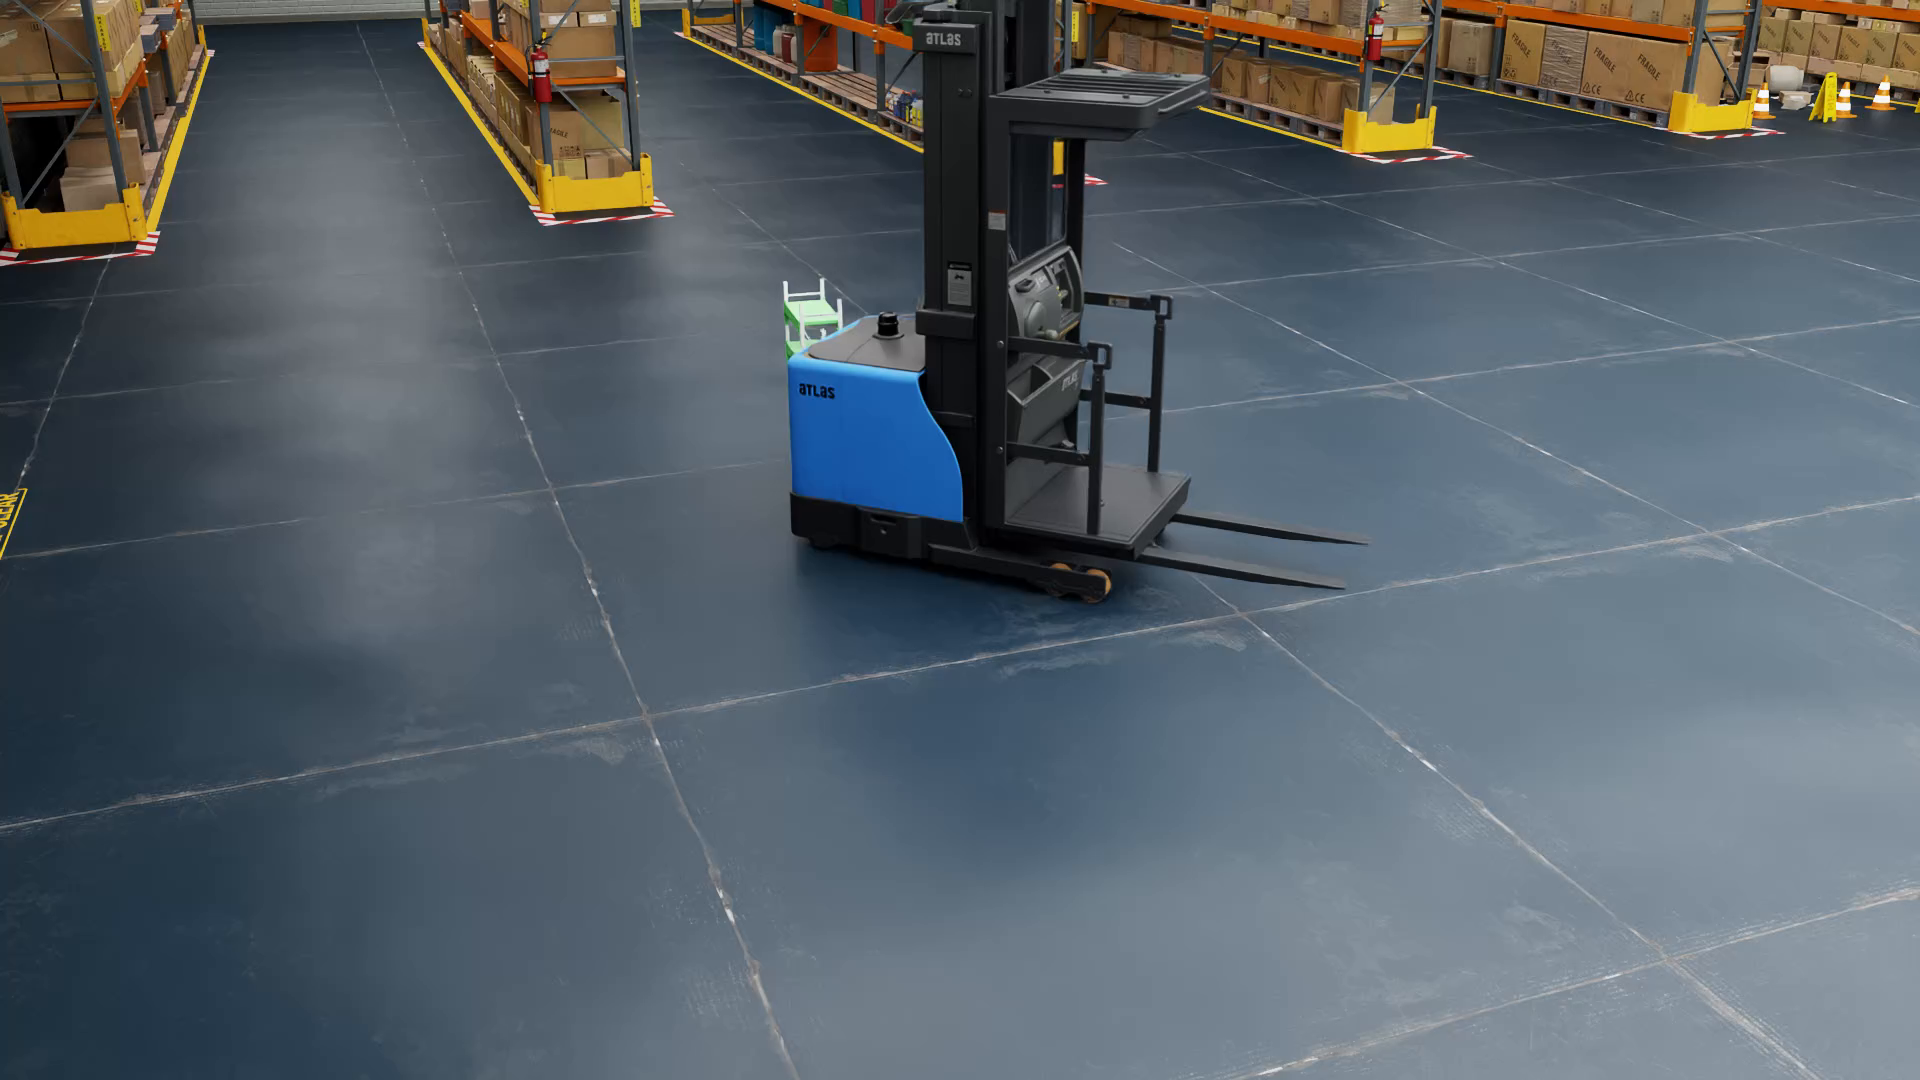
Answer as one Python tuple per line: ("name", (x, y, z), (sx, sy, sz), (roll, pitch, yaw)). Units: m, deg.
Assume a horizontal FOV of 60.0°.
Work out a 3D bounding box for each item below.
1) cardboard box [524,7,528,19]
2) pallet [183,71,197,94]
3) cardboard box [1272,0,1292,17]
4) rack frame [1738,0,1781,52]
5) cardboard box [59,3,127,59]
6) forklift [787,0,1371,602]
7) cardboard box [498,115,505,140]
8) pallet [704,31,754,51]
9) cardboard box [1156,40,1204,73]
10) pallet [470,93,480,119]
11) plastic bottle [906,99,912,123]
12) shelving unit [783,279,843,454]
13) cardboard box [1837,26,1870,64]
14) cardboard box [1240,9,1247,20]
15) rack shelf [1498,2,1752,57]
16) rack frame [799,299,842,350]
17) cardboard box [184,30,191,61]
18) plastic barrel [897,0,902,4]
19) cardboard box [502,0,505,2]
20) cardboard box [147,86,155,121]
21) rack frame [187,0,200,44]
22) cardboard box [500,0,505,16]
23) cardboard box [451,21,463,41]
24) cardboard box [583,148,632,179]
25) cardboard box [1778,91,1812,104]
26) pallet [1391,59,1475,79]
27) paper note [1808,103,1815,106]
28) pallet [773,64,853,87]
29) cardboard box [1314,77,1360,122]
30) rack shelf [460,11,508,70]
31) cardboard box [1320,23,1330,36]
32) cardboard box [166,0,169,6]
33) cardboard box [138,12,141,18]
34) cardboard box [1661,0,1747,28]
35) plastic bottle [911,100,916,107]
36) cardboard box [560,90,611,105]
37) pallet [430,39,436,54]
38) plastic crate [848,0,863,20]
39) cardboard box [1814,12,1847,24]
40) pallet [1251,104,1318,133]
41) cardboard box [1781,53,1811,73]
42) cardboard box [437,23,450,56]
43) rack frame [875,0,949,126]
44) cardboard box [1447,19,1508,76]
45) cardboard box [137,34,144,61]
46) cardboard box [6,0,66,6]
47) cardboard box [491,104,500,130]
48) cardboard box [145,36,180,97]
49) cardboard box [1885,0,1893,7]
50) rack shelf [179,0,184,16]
("cardboard box", (-4.538, -5.764, 18.099), (0.380, 0.149, 0.250), (-8, 24, -17))
("pallet", (-12.389, -7.055, 25.718), (1.003, 0.211, 1.213), (-8, 24, -19))
("cardboard box", (4.649, -7.212, 21.987), (0.875, 0.500, 0.500), (-8, 24, -19))
("rack frame", (13.267, -9.102, 26.984), (1.000, 3.000, 0.127), (-8, 24, -19))
("cardboard box", (-8.723, -5.120, 16.738), (0.500, 0.500, 0.500), (-9, 25, -21))
("forklift", (0.630, -1.267, 8.481), (3.031, 2.935, 1.130), (10, 25, 22))
("cardboard box", (-5.393, -5.101, 20.490), (0.500, 0.250, 0.500), (-8, 24, -19))
("pallet", (-4.195, -9.391, 31.258), (1.003, 0.211, 1.213), (-8, 24, -19))
("cardboard box", (3.450, -7.399, 25.594), (0.700, 0.500, 0.500), (-11, 25, -24))
("pallet", (-6.432, -6.249, 23.804), (1.003, 0.211, 1.213), (-8, 24, -19))
("plastic bottle", (-0.655, -5.529, 21.438), (0.061, 0.283, 0.133), (-7, 24, -17))
("shelving unit", (-0.853, -0.883, 9.801), (0.258, 1.200, 0.503), (-6, 24, -15))
("cardboard box", (13.793, -7.550, 25.334), (0.500, 0.500, 0.500), (-9, 24, -20))
("cardboard box", (4.078, -7.238, 22.885), (0.380, 0.149, 0.250), (-8, 24, -19))
("rack shelf", (9.378, -7.328, 23.701), (1.077, 0.370, 4.000), (-8, 24, -19))
("rack frame", (-0.786, -0.792, 9.584), (0.240, 1.200, 0.015), (-6, 24, -15))
("cardboard box", (-13.075, -8.121, 27.333), (0.700, 0.500, 0.500), (-9, 24, -20))
("plastic barrel", (-0.771, -7.503, 23.015), (0.433, 0.535, 0.433), (0, 23, 0))
("cardboard box", (-5.271, -6.514, 19.880), (0.380, 0.149, 0.250), (-8, 24, -18))
("cardboard box", (-10.741, -5.574, 21.264), (0.700, 0.500, 0.500), (-8, 24, -19))
("rack frame", (-14.145, -10.064, 29.265), (1.000, 3.000, 0.127), (-8, 24, -19))
("cardboard box", (-5.715, -6.903, 21.638), (0.500, 0.500, 0.500), (-7, 24, -15))
("cardboard box", (-7.626, -7.933, 25.896), (0.500, 0.250, 0.500), (-9, 24, -20))
("cardboard box", (-3.842, -4.083, 18.075), (0.500, 0.250, 0.500), (-8, 24, -19))
("cardboard box", (12.327, -6.534, 24.561), (0.380, 0.149, 0.250), (4, 23, 9))
("pallet", (7.894, -7.815, 27.521), (1.003, 0.211, 1.213), (-8, 24, -19))
("paper note", (12.484, -6.351, 24.279), (0.148, 0.019, 0.142), (-18, 29, -37))
("pallet", (-2.369, -7.512, 26.801), (1.003, 0.211, 1.213), (-8, 24, -19))
("cardboard box", (4.960, -5.772, 21.761), (0.500, 0.500, 0.500), (-2, 23, -5))
("rack shelf", (-5.980, -6.780, 22.400), (1.077, 0.370, 4.000), (-8, 24, -19))
("cardboard box", (4.817, -6.516, 21.172), (0.380, 0.149, 0.250), (-8, 24, -19))
("cardboard box", (-12.015, -8.045, 24.774), (0.380, 0.149, 0.250), (-8, 24, -19))
("cardboard box", (-10.683, -6.787, 20.795), (0.700, 0.500, 0.500), (-8, 24, -19))
("cardboard box", (9.911, -7.131, 22.113), (0.875, 0.550, 0.550), (-8, 24, -19))
("plastic bottle", (-0.587, -5.541, 21.482), (0.097, 0.271, 0.097), (0, 23, 0))
("cardboard box", (-4.209, -4.790, 18.787), (0.500, 0.500, 0.500), (-8, 24, -19))
("pallet", (-9.203, -9.143, 30.670), (1.003, 0.211, 1.213), (-8, 24, -19))
("plastic crate", (-1.319, -7.414, 22.998), (0.392, 0.384, 0.575), (-8, 24, -19))
("cardboard box", (13.492, -8.084, 25.767), (0.380, 0.149, 0.250), (-7, 24, -16))
("pallet", (4.701, -5.774, 22.678), (1.003, 0.211, 1.213), (-8, 24, -19))
("cardboard box", (13.422, -7.585, 26.383), (0.500, 0.250, 0.500), (-7, 24, -16))
("cardboard box", (-8.566, -8.510, 28.232), (0.500, 0.500, 0.500), (-8, 24, -19))
("rack frame", (-0.638, -7.063, 22.145), (1.000, 3.000, 0.127), (-8, 24, -19))
("cardboard box", (8.368, -7.756, 26.146), (1.050, 0.750, 0.750), (-8, 24, -19))
("cardboard box", (-9.455, -5.513, 18.636), (0.500, 0.250, 0.500), (-8, 24, -19))
("cardboard box", (-9.392, -5.232, 17.004), (0.500, 0.500, 0.500), (-8, 24, -18))
("cardboard box", (-5.691, -5.422, 21.252), (0.500, 0.250, 0.500), (-9, 24, -20))
("cardboard box", (-11.456, -6.645, 23.381), (0.750, 0.750, 0.750), (-9, 24, -20))
("cardboard box", (14.005, -8.014, 24.726), (0.380, 0.149, 0.250), (-8, 24, -18))
("rack shelf", (-13.439, -9.006, 27.681), (1.077, 0.370, 4.000), (-8, 24, -19))
